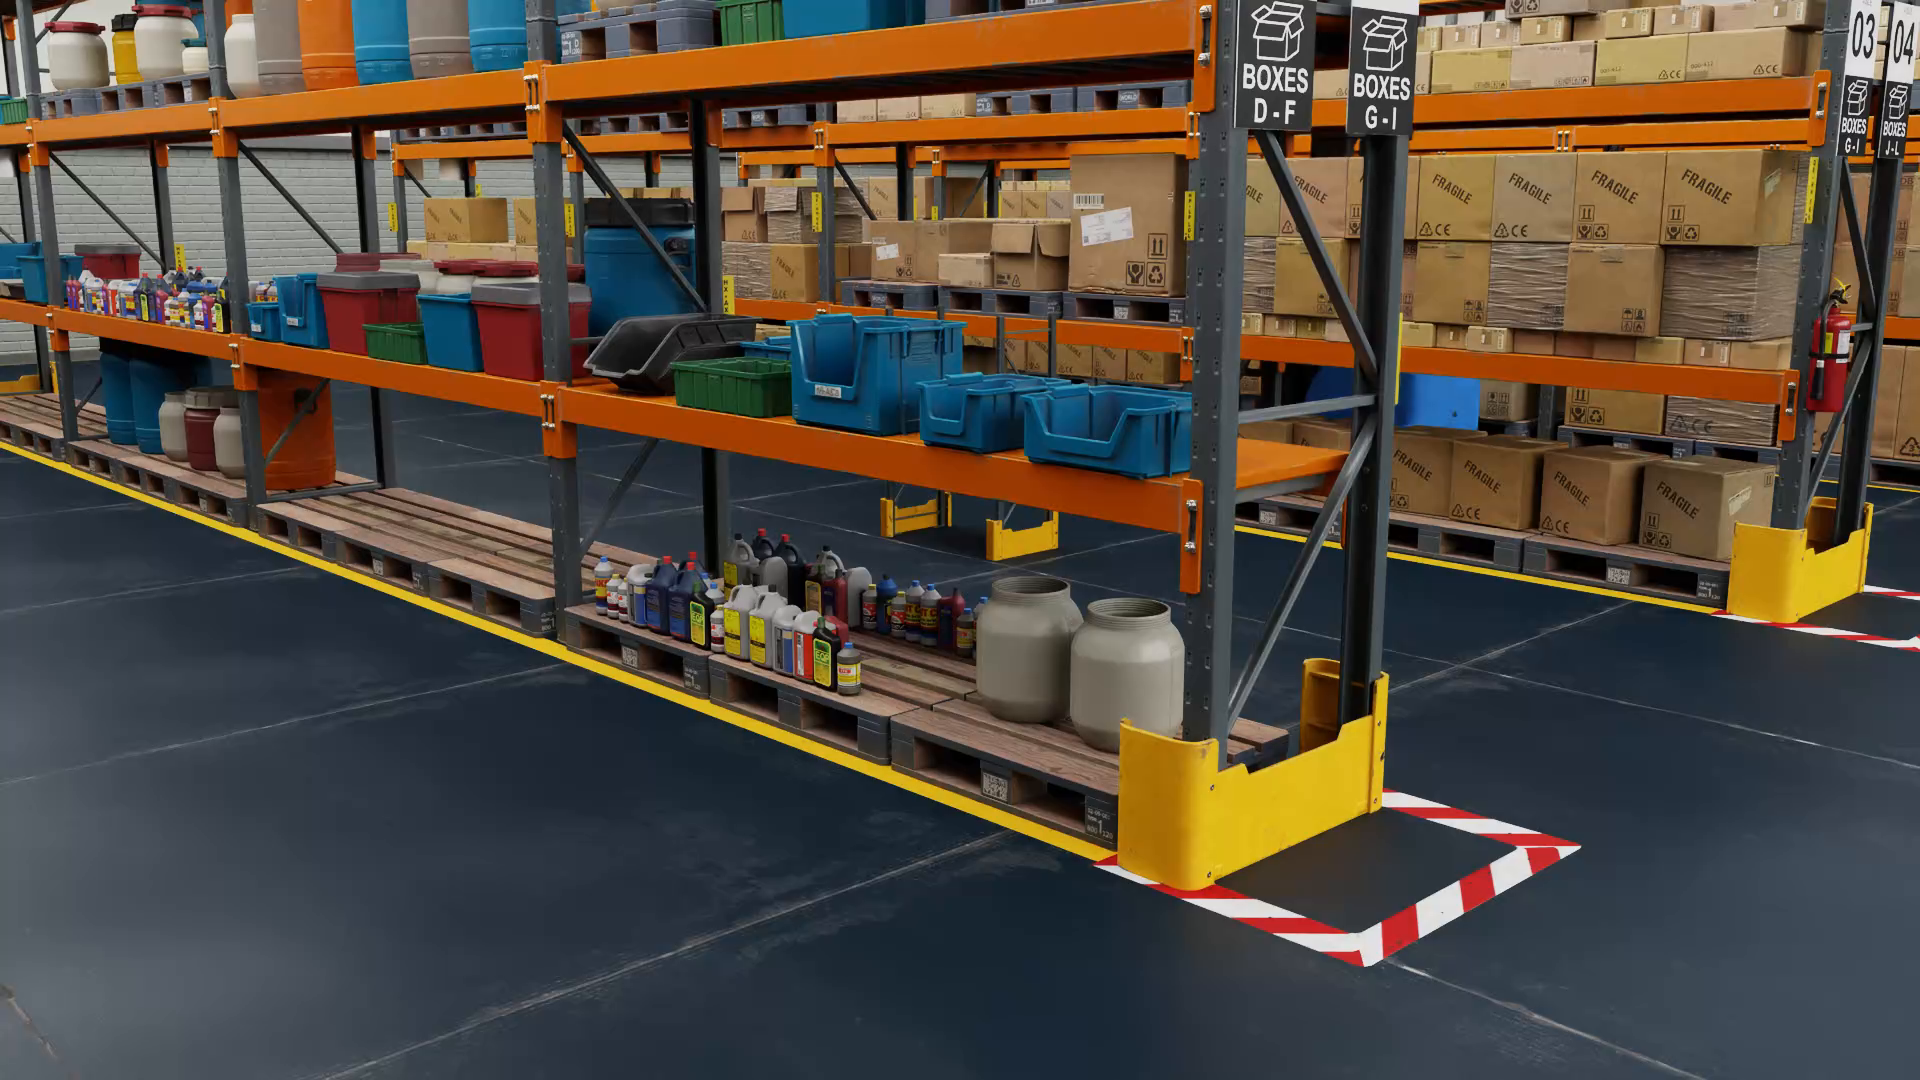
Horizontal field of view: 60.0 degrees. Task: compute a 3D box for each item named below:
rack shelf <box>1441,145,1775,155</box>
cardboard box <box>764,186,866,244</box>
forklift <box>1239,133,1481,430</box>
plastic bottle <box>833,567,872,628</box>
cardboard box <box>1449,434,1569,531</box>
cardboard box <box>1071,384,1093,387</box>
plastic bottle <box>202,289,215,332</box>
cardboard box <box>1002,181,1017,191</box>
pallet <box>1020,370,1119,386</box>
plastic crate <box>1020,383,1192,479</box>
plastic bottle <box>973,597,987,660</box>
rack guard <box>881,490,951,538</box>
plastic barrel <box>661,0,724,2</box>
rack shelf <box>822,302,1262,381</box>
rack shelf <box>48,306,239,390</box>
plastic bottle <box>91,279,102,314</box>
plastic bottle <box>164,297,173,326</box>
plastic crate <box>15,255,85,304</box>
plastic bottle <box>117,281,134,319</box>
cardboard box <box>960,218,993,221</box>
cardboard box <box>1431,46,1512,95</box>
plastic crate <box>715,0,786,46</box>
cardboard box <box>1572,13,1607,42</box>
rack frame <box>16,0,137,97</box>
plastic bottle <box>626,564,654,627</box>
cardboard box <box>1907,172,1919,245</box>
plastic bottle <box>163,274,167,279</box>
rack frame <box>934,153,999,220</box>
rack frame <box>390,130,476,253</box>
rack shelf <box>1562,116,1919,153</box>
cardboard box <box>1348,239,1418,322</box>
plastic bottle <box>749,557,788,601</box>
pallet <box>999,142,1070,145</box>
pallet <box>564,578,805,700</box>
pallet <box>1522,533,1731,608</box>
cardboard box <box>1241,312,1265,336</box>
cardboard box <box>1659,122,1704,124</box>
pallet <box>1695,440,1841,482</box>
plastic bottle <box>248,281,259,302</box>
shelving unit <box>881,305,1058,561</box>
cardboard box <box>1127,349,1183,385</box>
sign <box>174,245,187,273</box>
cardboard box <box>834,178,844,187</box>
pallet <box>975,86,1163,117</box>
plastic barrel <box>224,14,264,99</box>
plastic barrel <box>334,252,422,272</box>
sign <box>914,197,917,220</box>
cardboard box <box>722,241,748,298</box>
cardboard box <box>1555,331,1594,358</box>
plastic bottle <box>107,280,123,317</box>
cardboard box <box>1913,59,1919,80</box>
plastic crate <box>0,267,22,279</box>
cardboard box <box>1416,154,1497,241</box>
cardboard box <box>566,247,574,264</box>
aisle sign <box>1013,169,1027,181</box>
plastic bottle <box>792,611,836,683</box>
[{"bbox_3d":[7.737,-4.492,19.628,1.077,0.370,4.000,-11,16,-43],"label":"rack shelf"},{"bbox_3d":[-1.304,-2.935,14.989,0.797,0.503,0.637,-10,15,-41],"label":"cardboard box"},{"bbox_3d":[2.893,-2.169,14.175,1.130,2.935,3.031,-11,16,-42],"label":"forklift"},{"bbox_3d":[-0.513,0.260,7.875,0.152,0.276,0.135,-11,16,-42],"label":"plastic bottle"},{"bbox_3d":[3.438,-0.369,10.425,0.500,0.500,0.500,-9,15,-37],"label":"cardboard box"},{"bbox_3d":[0.840,-0.940,13.142,0.500,0.500,0.700,10,15,40],"label":"cardboard box"},{"bbox_3d":[-5.141,-1.572,11.395,0.061,0.283,0.133,-11,16,-43],"label":"plastic bottle"},{"bbox_3d":[0.876,-5.600,26.327,0.380,0.149,0.250,-10,16,-41],"label":"cardboard box"},{"bbox_3d":[1.469,-1.889,19.555,1.003,0.211,1.213,-11,16,-43],"label":"pallet"},{"bbox_3d":[0.569,-0.386,5.722,0.499,0.251,0.616,-11,16,-43],"label":"plastic crate"},{"bbox_3d":[0.104,0.385,7.281,0.097,0.271,0.097,0,12,0],"label":"plastic bottle"},{"bbox_3d":[-0.291,-0.184,11.185,0.587,0.250,0.087,-11,16,-43],"label":"rack guard"},{"bbox_3d":[-1.021,-2.772,7.215,0.600,0.901,0.708,-11,16,-43],"label":"plastic barrel"},{"bbox_3d":[0.570,-1.641,13.228,1.077,0.370,4.000,-11,16,-43],"label":"rack shelf"},{"bbox_3d":[-5.775,-1.535,12.711,1.077,0.370,4.000,-11,16,-43],"label":"rack shelf"},{"bbox_3d":[-6.799,-1.921,13.123,0.097,0.271,0.097,0,12,0],"label":"plastic bottle"},{"bbox_3d":[-5.678,-1.650,11.980,0.097,0.201,0.097,0,12,0],"label":"plastic bottle"},{"bbox_3d":[-7.725,-2.221,14.151,0.392,0.384,0.575,-11,16,-43],"label":"plastic crate"},{"bbox_3d":[-6.312,-1.829,12.662,0.152,0.276,0.135,-11,16,-43],"label":"plastic bottle"},{"bbox_3d":[0.220,-3.758,19.828,0.380,0.149,0.250,-10,16,-41],"label":"cardboard box"},{"bbox_3d":[3.151,-2.770,9.860,0.500,0.250,0.500,-11,16,-44],"label":"cardboard box"},{"bbox_3d":[-0.738,-2.109,6.805,0.336,0.188,0.450,-11,16,-43],"label":"plastic crate"},{"bbox_3d":[3.661,-2.872,9.367,0.380,0.149,0.250,-11,16,-42],"label":"cardboard box"},{"bbox_3d":[-7.156,-5.118,13.450,1.000,3.000,0.127,-11,16,-43],"label":"rack frame"},{"bbox_3d":[-1.485,0.258,7.886,0.152,0.276,0.135,-10,15,-41],"label":"plastic bottle"},{"bbox_3d":[7.696,-2.524,12.680,0.875,0.550,0.550,-11,16,-43],"label":"cardboard box"},{"bbox_3d":[-6.650,-2.106,14.007,0.152,0.276,0.135,-11,16,-43],"label":"plastic bottle"},{"bbox_3d":[0.083,-3.546,20.689,1.000,3.000,0.127,-11,16,-43],"label":"rack frame"},{"bbox_3d":[-6.336,-3.453,20.239,1.000,3.000,0.127,-11,16,-43],"label":"rack frame"},{"bbox_3d":[6.989,-3.203,13.375,1.077,0.370,4.000,-11,16,-43],"label":"rack shelf"},{"bbox_3d":[2.955,-1.685,10.674,0.875,0.500,0.500,-11,16,-43],"label":"cardboard box"},{"bbox_3d":[-0.935,0.213,8.104,0.152,0.276,0.135,-11,16,-43],"label":"plastic bottle"},{"bbox_3d":[1.151,-4.667,19.163,1.213,0.211,1.003,-11,16,-43],"label":"pallet"},{"bbox_3d":[-1.198,0.458,8.166,1.003,0.211,1.213,-11,16,-43],"label":"pallet"},{"bbox_3d":[4.125,0.113,9.840,1.003,0.211,1.213,-11,16,-43],"label":"pallet"},{"bbox_3d":[2.045,-1.467,11.222,0.380,0.149,0.250,-11,16,-43],"label":"cardboard box"},{"bbox_3d":[8.265,-4.824,18.789,0.500,0.250,0.500,-11,16,-42],"label":"cardboard box"},{"bbox_3d":[6.923,-0.713,13.847,1.003,0.211,1.213,-11,16,-43],"label":"pallet"},{"bbox_3d":[-5.416,-1.845,12.742,0.152,0.276,0.135,-11,16,-43],"label":"plastic bottle"},{"bbox_3d":[0.053,-0.723,10.706,0.587,1.500,1.083,-11,16,-43],"label":"shelving unit"},{"bbox_3d":[2.202,-2.003,18.354,0.500,0.500,0.500,-11,16,-43],"label":"cardboard box"},{"bbox_3d":[-6.757,-2.391,14.398,0.100,0.325,0.005,-11,16,-43],"label":"sign"},{"bbox_3d":[-1.510,-4.486,21.788,0.500,0.500,0.500,11,16,43],"label":"cardboard box"},{"bbox_3d":[0.883,-3.335,12.697,1.213,0.211,1.003,-11,16,-43],"label":"pallet"},{"bbox_3d":[-4.401,-3.031,10.481,0.421,0.512,0.421,0,12,0],"label":"plastic barrel"},{"bbox_3d":[-3.854,-1.637,11.084,0.600,0.536,0.708,-11,16,-43],"label":"plastic barrel"},{"bbox_3d":[-0.425,-2.891,14.837,0.100,0.325,0.005,-11,16,-43],"label":"sign"},{"bbox_3d":[-2.032,-2.521,15.467,0.500,0.500,0.500,11,16,43],"label":"cardboard box"},{"bbox_3d":[3.681,-1.155,9.705,0.380,0.149,0.250,-11,16,-43],"label":"cardboard box"},{"bbox_3d":[-6.472,-1.863,12.826,0.152,0.276,0.135,-11,16,-43],"label":"plastic bottle"},{"bbox_3d":[7.193,-3.545,12.586,0.380,0.149,0.250,-11,16,-43],"label":"cardboard box"},{"bbox_3d":[-8.869,-2.393,15.357,0.416,0.233,0.300,-11,16,-43],"label":"plastic crate"},{"bbox_3d":[3.123,-2.068,10.052,0.500,0.500,0.500,-11,16,-43],"label":"cardboard box"},{"bbox_3d":[-4.068,-2.970,17.526,0.500,0.250,0.500,-11,16,-44],"label":"cardboard box"},{"bbox_3d":[1.006,-6.161,26.940,0.394,0.787,0.004,-11,16,-43],"label":"aisle sign"},{"bbox_3d":[-0.608,0.443,6.987,0.152,0.276,0.135,-11,16,-42],"label":"plastic bottle"}]
